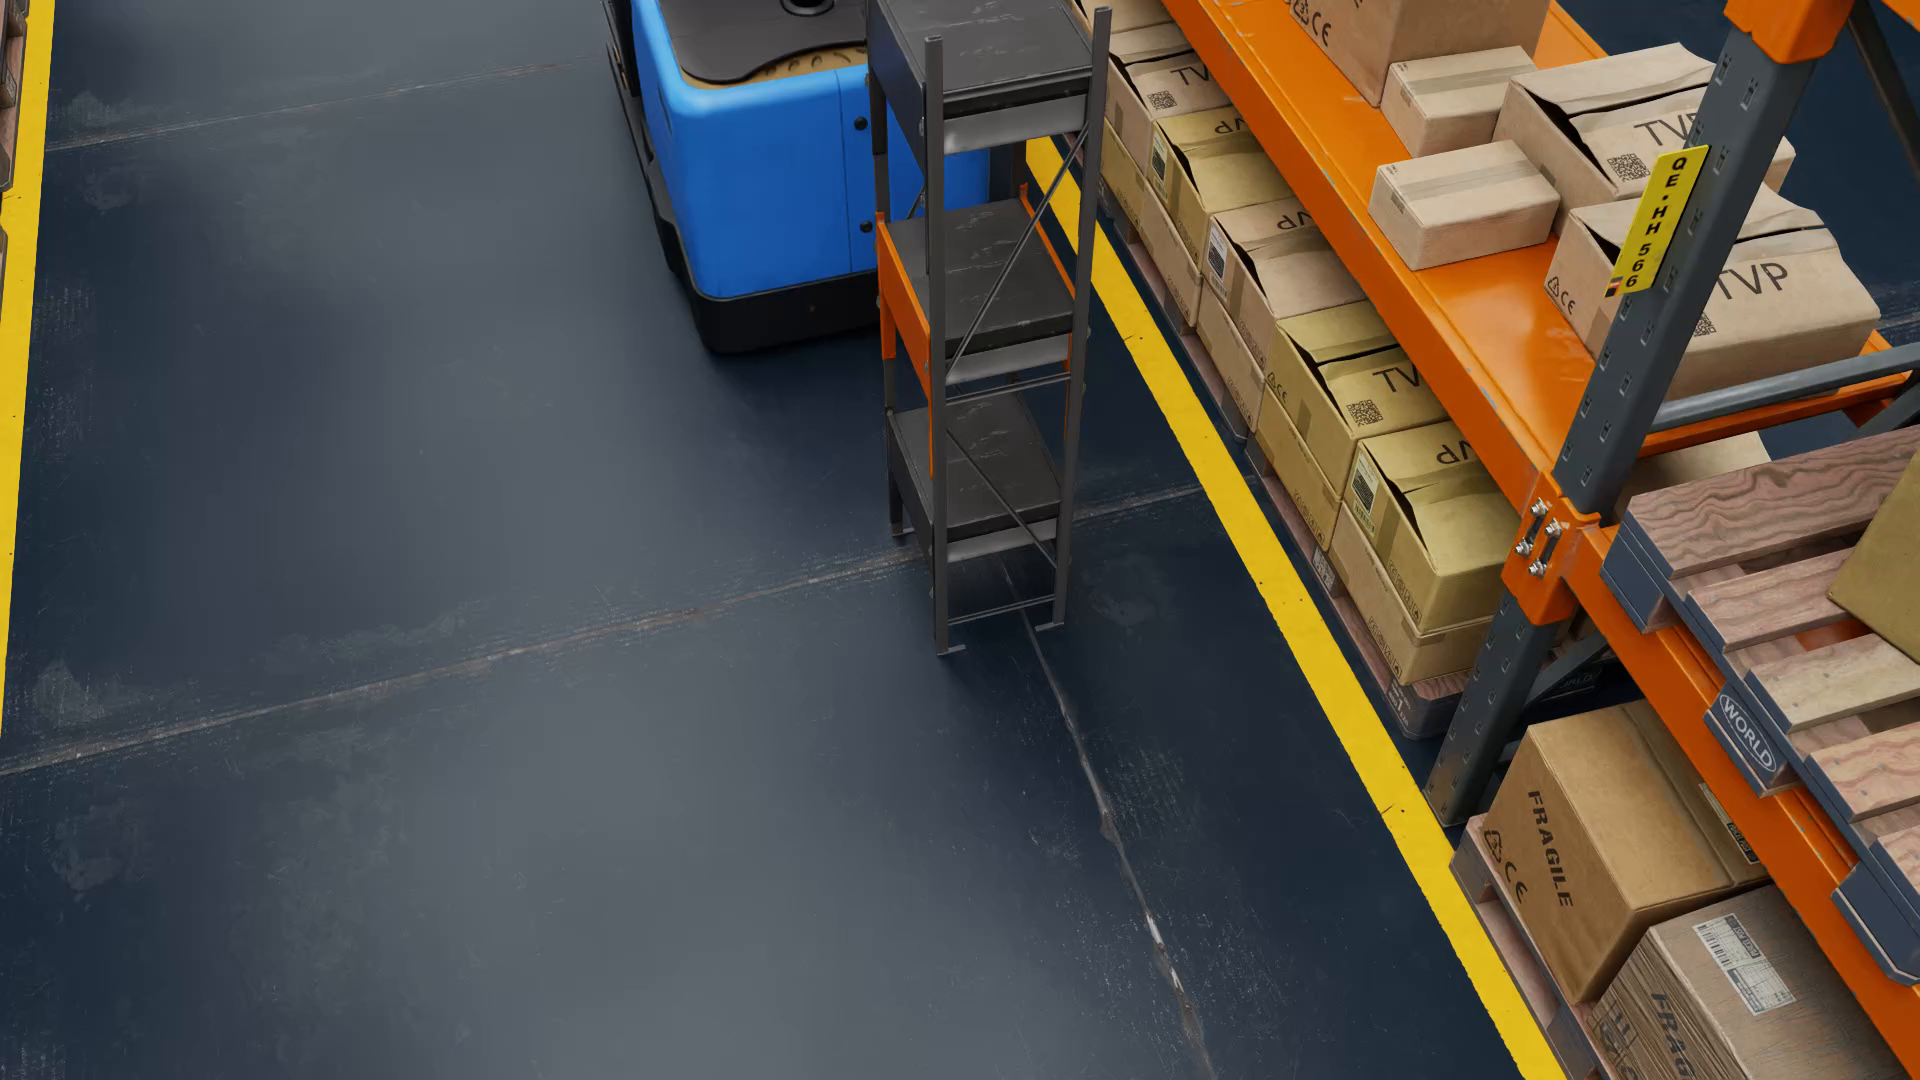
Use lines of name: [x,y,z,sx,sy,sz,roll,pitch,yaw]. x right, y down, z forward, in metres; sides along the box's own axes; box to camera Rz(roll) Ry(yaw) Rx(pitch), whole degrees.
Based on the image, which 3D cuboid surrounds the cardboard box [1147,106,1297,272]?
cardboard box: [0.944,-1.197,5.454,0.500,0.311,0.500,-12,51,-10]

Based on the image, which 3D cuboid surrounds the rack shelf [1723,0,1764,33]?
rack shelf: [1.196,-2.522,3.923,1.077,0.370,4.000,-13,51,-11]

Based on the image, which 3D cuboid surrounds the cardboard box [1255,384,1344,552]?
cardboard box: [1.243,-0.281,5.048,0.500,0.250,0.500,-14,51,-11]

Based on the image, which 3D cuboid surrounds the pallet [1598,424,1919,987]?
pallet: [2.055,0.214,3.233,1.213,0.211,1.003,-13,51,-11]

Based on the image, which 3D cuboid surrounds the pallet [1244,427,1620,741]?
pallet: [1.581,-0.038,5.144,1.003,0.211,1.213,-13,51,-11]

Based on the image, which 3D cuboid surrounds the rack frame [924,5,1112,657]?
rack frame: [0.121,-0.378,4.195,0.400,2.100,0.015,-13,51,-11]

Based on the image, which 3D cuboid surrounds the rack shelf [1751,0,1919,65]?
rack shelf: [2.379,0.399,1.460,1.077,0.370,4.000,-13,51,-11]

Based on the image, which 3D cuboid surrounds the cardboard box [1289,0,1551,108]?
cardboard box: [1.275,-1.581,4.555,0.500,0.500,0.500,-16,52,-13]

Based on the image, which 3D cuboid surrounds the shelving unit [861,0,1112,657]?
shelving unit: [0.049,-0.556,4.345,0.431,2.100,0.503,-13,51,-11]

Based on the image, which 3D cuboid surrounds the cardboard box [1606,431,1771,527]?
cardboard box: [1.913,-0.206,4.618,0.500,0.311,0.500,-12,51,-10]

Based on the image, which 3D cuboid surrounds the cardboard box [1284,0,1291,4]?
cardboard box: [1.120,-1.965,4.879,0.500,0.500,0.500,-13,51,-11]

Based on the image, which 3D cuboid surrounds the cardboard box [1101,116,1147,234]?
cardboard box: [0.792,-1.395,5.988,0.500,0.250,0.500,-15,51,-12]

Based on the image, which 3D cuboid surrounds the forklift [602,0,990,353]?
forklift: [-0.803,-2.741,5.643,1.130,2.935,3.031,-13,51,-11]

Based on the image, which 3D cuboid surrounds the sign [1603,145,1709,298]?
sign: [1.258,-0.572,3.013,0.100,0.325,0.005,-13,51,-11]

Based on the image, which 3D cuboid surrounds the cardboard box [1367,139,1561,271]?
cardboard box: [1.257,-0.840,4.161,0.380,0.149,0.250,-13,51,-11]

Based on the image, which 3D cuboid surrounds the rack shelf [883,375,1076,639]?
rack shelf: [0.049,-0.096,4.891,0.431,0.518,0.480,-13,51,-11]

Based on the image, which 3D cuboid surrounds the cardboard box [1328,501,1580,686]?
cardboard box: [1.398,0.095,4.732,0.500,0.250,0.500,-12,51,-10]

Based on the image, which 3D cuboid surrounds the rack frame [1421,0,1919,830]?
rack frame: [1.787,-0.327,3.564,1.000,3.000,0.127,-13,51,-11]

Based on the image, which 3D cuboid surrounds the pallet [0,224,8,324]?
pallet: [-3.859,-0.667,5.675,1.003,0.211,1.213,-13,51,-11]

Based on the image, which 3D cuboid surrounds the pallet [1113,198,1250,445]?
pallet: [1.224,-0.928,5.894,1.003,0.211,1.213,-13,51,-11]

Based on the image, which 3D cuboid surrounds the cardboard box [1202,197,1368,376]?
cardboard box: [1.090,-0.831,5.146,0.500,0.311,0.500,-14,51,-11]

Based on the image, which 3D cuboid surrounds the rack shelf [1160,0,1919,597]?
rack shelf: [1.196,-1.556,5.070,1.077,0.370,4.000,-13,51,-11]

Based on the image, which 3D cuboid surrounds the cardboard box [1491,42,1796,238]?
cardboard box: [1.708,-0.995,4.185,0.500,0.311,0.500,-14,51,-11]

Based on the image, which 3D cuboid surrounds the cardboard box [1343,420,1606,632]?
cardboard box: [1.397,-0.083,4.515,0.500,0.311,0.500,-12,51,-10]

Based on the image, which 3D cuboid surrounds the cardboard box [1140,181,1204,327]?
cardboard box: [0.942,-1.024,5.675,0.500,0.250,0.500,-12,51,-10]

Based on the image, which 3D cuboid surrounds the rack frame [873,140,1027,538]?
rack frame: [-0.023,-0.734,4.496,0.400,2.100,0.015,-13,51,-11]

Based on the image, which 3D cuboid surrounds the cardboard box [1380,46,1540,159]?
cardboard box: [1.356,-1.164,4.434,0.380,0.149,0.250,-10,51,-8]

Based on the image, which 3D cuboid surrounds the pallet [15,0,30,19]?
pallet: [-4.652,-2.625,7.325,1.003,0.211,1.213,-13,51,-11]

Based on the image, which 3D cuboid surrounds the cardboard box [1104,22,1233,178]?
cardboard box: [0.786,-1.575,5.773,0.500,0.311,0.500,-15,51,-12]

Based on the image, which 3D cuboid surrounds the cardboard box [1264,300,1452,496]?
cardboard box: [1.237,-0.462,4.834,0.500,0.311,0.500,-14,51,-12]

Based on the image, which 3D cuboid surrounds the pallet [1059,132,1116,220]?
pallet: [0.859,-1.820,6.646,1.003,0.211,1.213,-13,51,-11]

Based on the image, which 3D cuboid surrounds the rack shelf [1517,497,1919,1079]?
rack shelf: [2.379,1.366,2.607,1.077,0.370,4.000,-13,51,-11]

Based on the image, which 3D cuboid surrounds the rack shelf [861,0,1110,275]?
rack shelf: [0.049,-0.998,3.821,0.431,0.518,0.480,-13,51,-11]

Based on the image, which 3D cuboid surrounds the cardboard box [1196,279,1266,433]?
cardboard box: [1.097,-0.649,5.359,0.500,0.250,0.500,-12,51,-10]

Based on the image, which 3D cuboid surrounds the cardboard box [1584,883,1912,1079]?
cardboard box: [1.809,1.115,3.695,0.500,0.500,0.500,-15,51,-12]

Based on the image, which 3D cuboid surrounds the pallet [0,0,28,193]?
pallet: [-4.288,-1.732,6.572,1.003,0.211,1.213,-13,51,-11]

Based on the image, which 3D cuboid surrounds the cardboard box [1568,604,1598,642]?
cardboard box: [1.913,-0.025,4.833,0.500,0.250,0.500,-13,51,-11]

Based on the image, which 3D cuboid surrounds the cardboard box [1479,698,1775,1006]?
cardboard box: [1.649,0.734,4.016,0.500,0.500,0.500,-11,51,-9]

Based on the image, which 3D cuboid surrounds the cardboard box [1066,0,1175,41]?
cardboard box: [0.631,-1.953,6.092,0.500,0.311,0.500,-14,51,-11]

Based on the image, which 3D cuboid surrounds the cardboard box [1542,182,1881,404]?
cardboard box: [1.721,-0.574,3.830,0.500,0.311,0.500,-10,51,-9]

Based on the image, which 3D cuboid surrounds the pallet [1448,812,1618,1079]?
pallet: [1.972,1.126,4.163,1.003,0.211,1.213,-13,51,-11]

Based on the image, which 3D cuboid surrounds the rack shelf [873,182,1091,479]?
rack shelf: [0.049,-0.547,4.356,0.431,0.518,0.480,-13,51,-11]

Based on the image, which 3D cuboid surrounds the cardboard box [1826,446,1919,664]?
cardboard box: [2.081,-0.060,2.998,0.700,0.500,0.500,-30,56,-23]
